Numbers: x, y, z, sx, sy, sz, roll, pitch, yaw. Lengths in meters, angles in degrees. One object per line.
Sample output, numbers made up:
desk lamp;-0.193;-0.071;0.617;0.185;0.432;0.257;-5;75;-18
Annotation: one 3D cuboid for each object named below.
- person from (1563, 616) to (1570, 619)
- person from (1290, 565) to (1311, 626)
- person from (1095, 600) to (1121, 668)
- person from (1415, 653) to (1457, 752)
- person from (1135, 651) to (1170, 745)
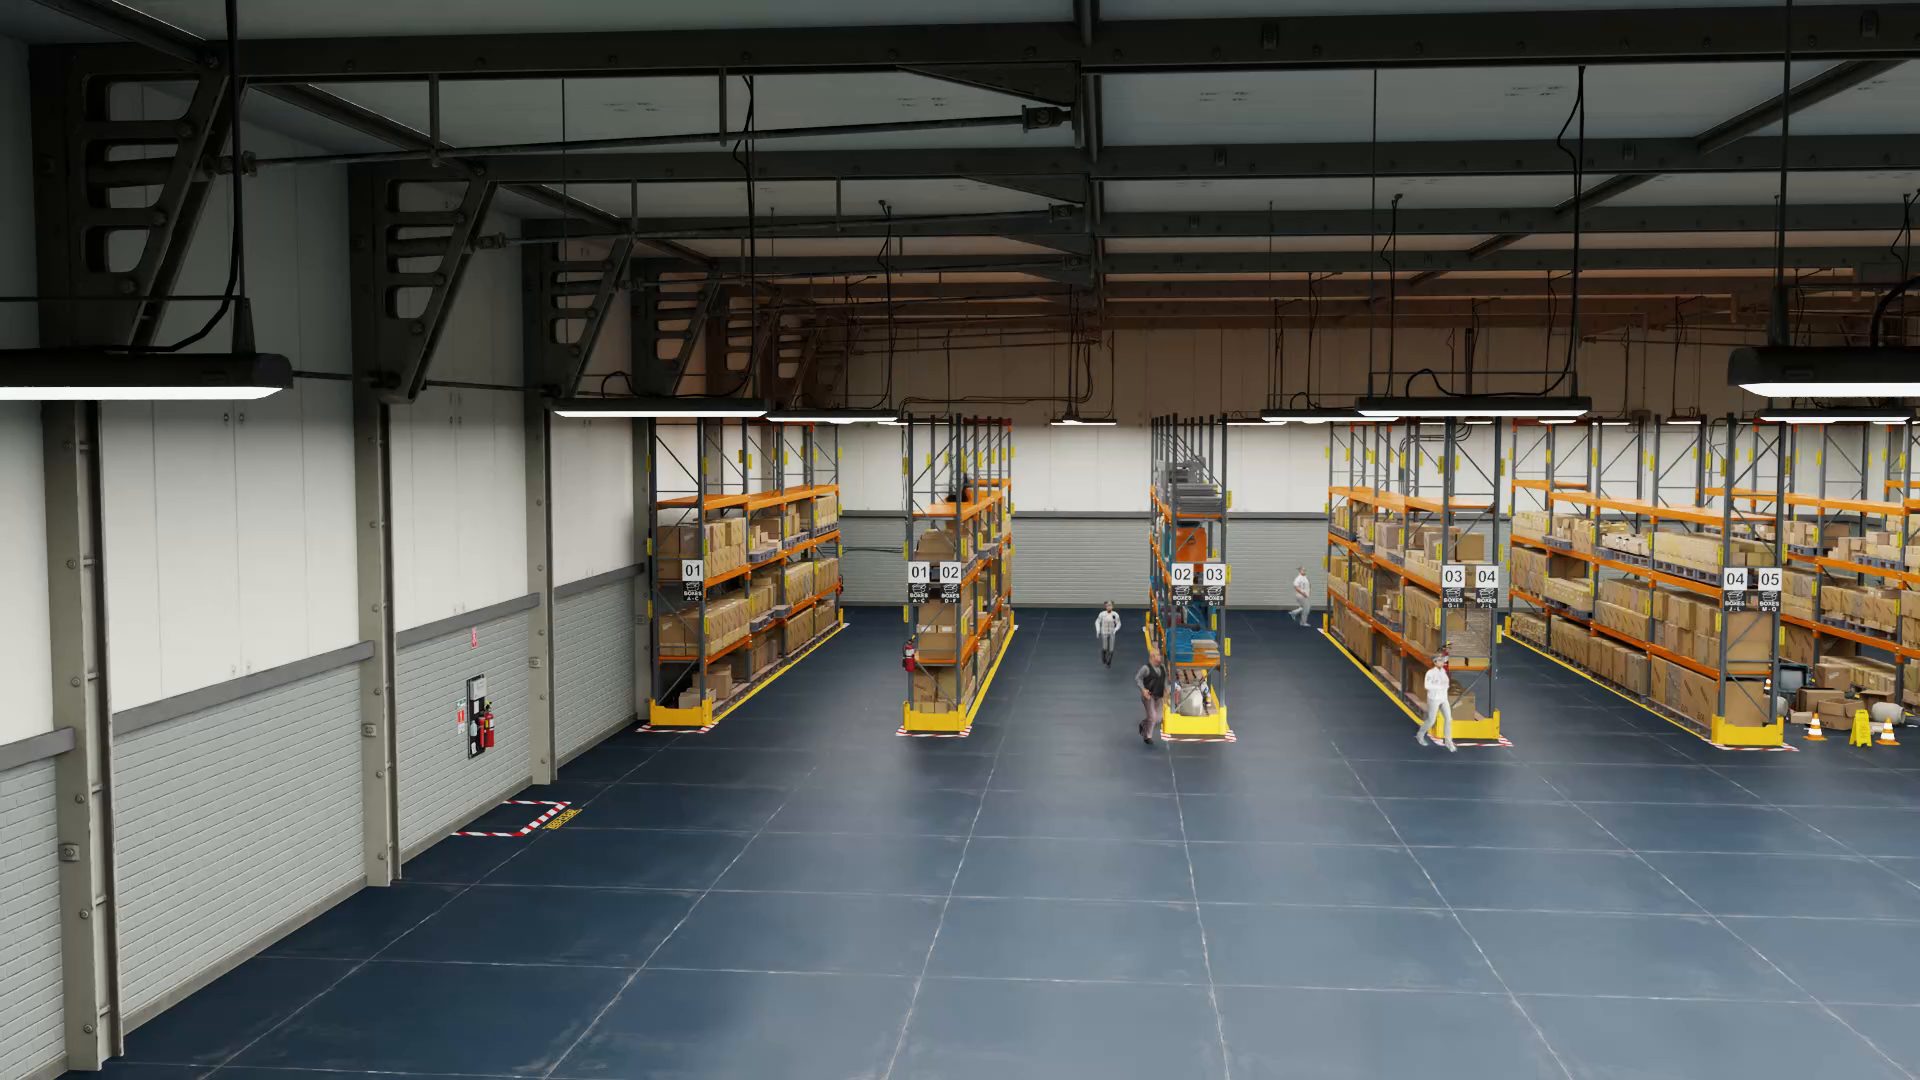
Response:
person;17.016;1.762;46.627;0.575;1.689;0.782;-2;4;-29
person;9.894;1.612;48.317;0.635;1.761;0.658;2;4;26
person;3.530;2.245;39.520;0.603;1.643;0.575;0;4;1
person;8.491;2.876;29.626;0.614;1.741;0.790;-2;4;-31
person;3.504;2.854;30.343;0.711;1.680;0.569;-2;5;-32
